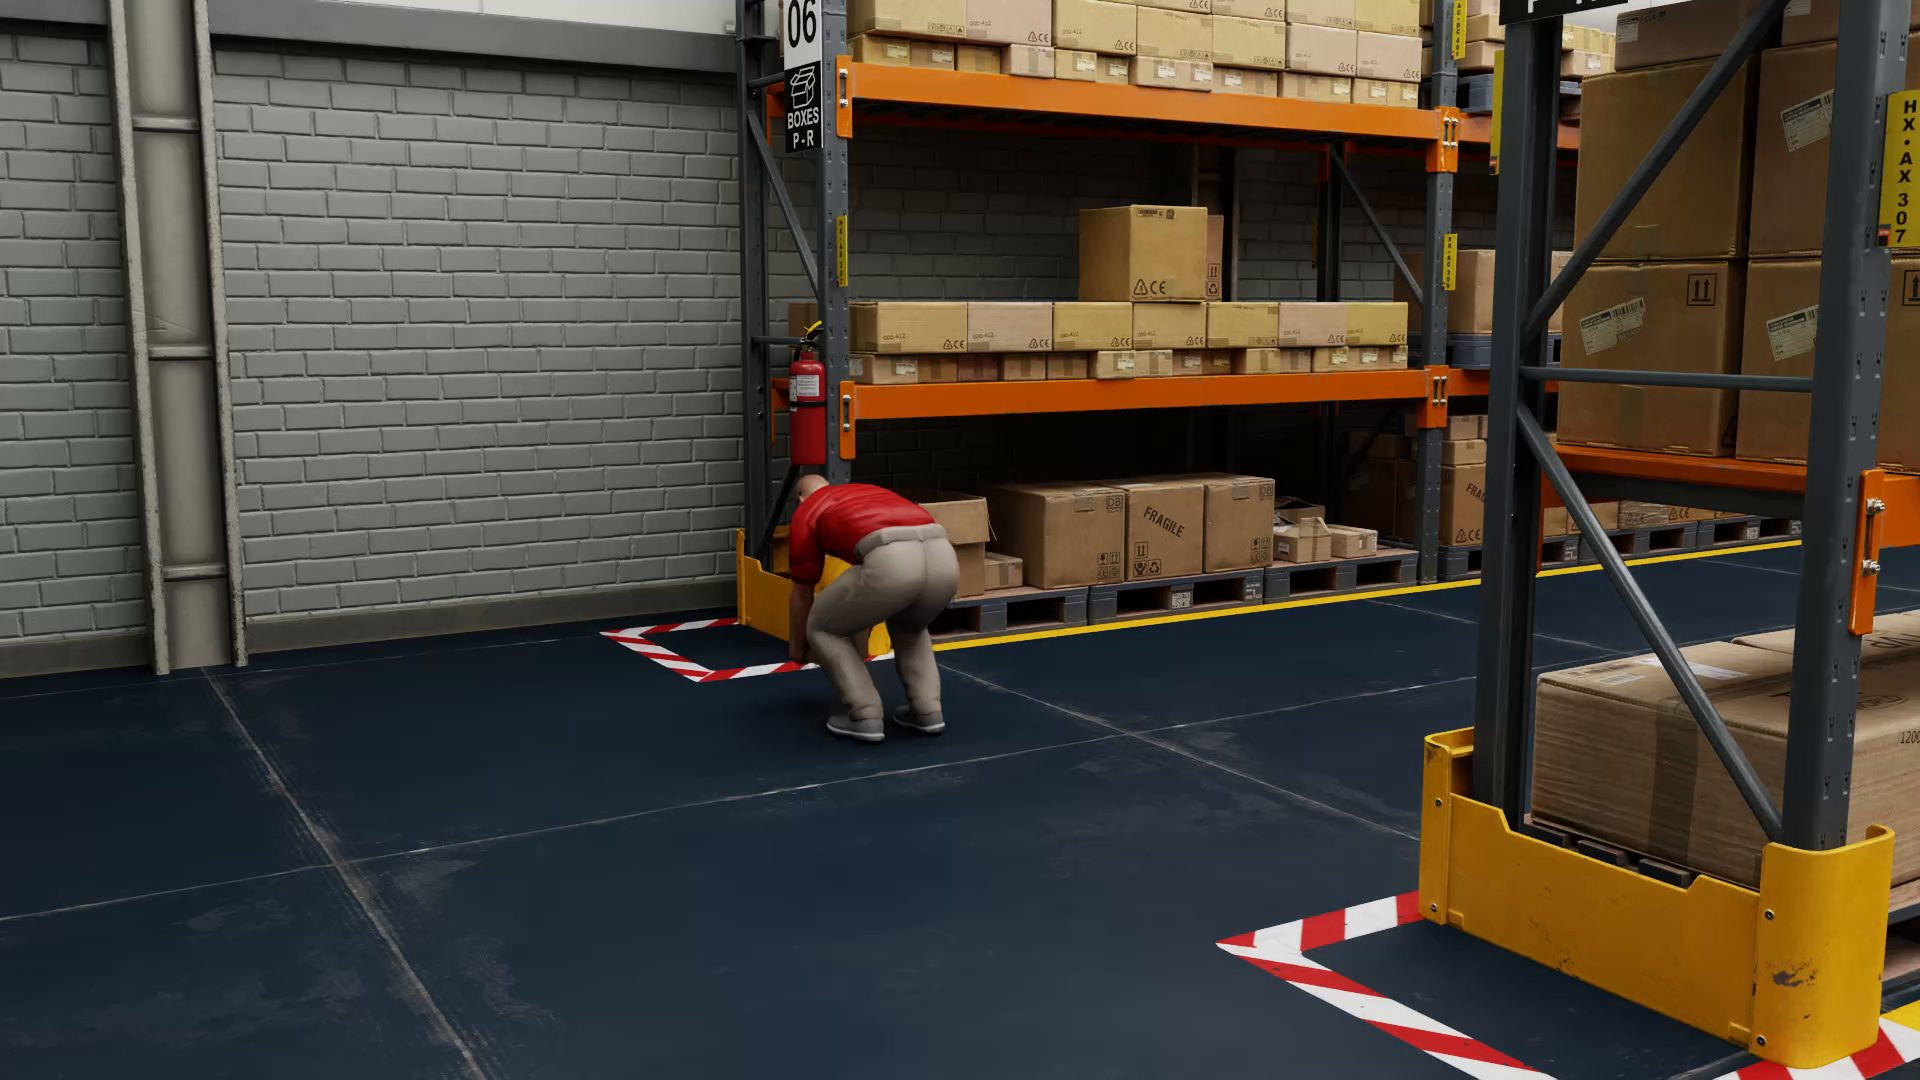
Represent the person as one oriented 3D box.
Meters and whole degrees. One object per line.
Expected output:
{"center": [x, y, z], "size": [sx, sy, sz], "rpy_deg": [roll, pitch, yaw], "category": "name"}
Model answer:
{"center": [-0.383, 0.258, 6.702], "size": [0.542, 0.990, 0.938], "rpy_deg": [-5, 10, -33], "category": "person"}
